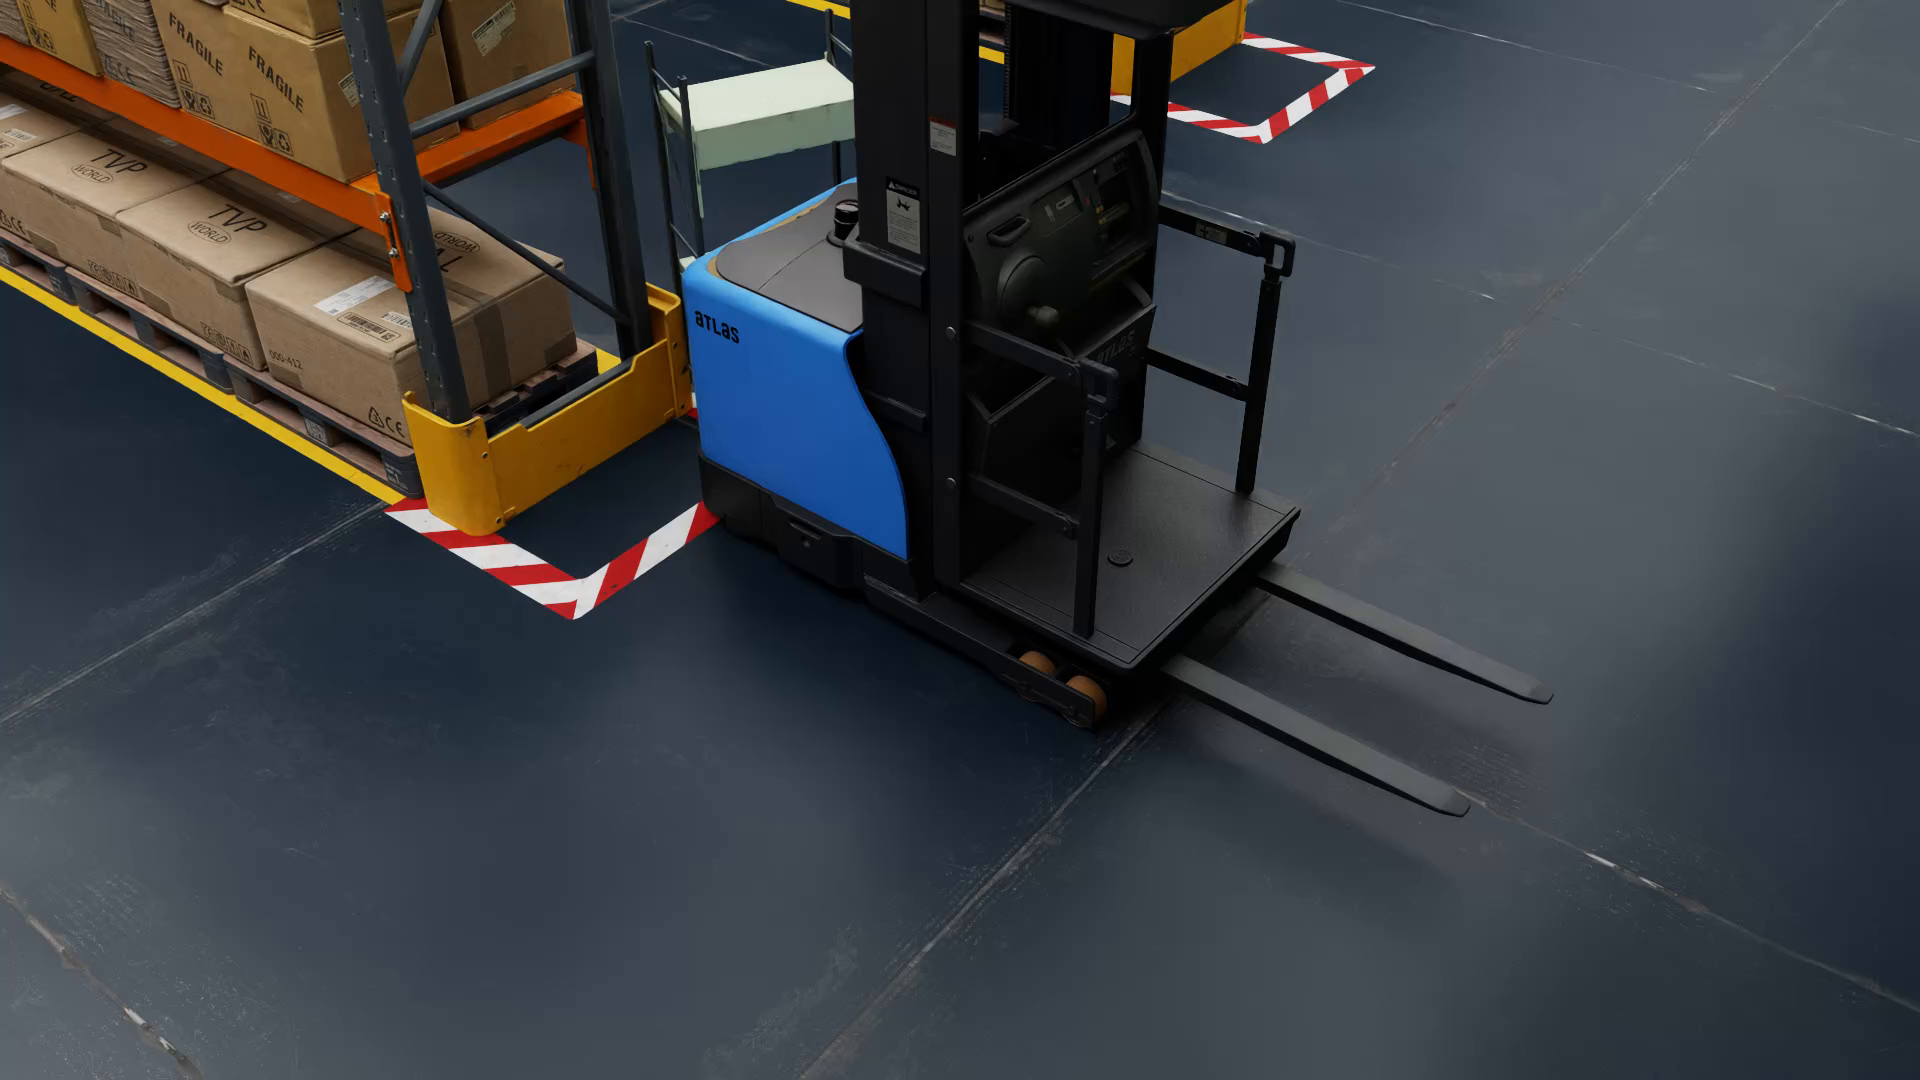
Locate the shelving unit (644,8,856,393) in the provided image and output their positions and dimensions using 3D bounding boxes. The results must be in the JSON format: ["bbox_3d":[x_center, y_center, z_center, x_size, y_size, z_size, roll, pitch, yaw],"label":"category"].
[{"bbox_3d":[-0.748,-1.260,6.642,0.755,1.500,0.431,-18,41,-21],"label":"shelving unit"}]

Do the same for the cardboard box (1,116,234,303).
[{"bbox_3d":[-3.635,-1.568,7.557,0.875,0.438,0.875,24,44,27],"label":"cardboard box"}]

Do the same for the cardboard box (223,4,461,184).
[{"bbox_3d":[-2.147,-1.626,5.813,0.500,0.500,0.500,26,45,29],"label":"cardboard box"}]

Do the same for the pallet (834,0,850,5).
[{"bbox_3d":[-0.325,-3.707,10.813,1.213,0.211,1.003,25,45,29],"label":"pallet"}]

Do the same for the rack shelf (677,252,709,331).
[{"bbox_3d":[-0.748,-1.003,6.843,0.720,0.370,0.431,-18,41,-21],"label":"rack shelf"}]

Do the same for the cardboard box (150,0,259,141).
[{"bbox_3d":[-2.536,-1.821,6.062,0.500,0.500,0.500,24,44,28],"label":"cardboard box"}]

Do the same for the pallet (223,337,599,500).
[{"bbox_3d":[-2.285,-0.699,6.971,1.213,0.211,1.003,25,45,29],"label":"pallet"}]

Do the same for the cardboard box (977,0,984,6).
[{"bbox_3d":[0.152,-3.409,10.143,0.250,0.149,0.380,26,45,29],"label":"cardboard box"}]

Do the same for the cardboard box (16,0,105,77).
[{"bbox_3d":[-3.369,-2.196,6.541,0.500,0.500,0.500,27,45,30],"label":"cardboard box"}]

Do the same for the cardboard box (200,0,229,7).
[{"bbox_3d":[-2.563,-2.214,5.753,0.500,0.500,0.500,25,45,29],"label":"cardboard box"}]

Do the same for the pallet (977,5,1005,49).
[{"bbox_3d":[0.640,-3.249,10.229,1.213,0.211,1.003,25,45,29],"label":"pallet"}]

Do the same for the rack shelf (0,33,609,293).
[{"bbox_3d":[-3.191,-2.001,6.957,4.000,0.370,1.077,25,45,29],"label":"rack shelf"}]

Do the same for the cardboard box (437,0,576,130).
[{"bbox_3d":[-1.810,-1.895,6.157,0.500,0.500,0.500,25,44,28],"label":"cardboard box"}]

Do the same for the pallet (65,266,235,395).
[{"bbox_3d":[-3.250,-1.156,7.555,1.213,0.211,1.003,25,45,29],"label":"pallet"}]

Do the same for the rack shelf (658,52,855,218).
[{"bbox_3d":[-0.748,-1.567,6.402,0.720,0.370,0.431,-18,41,-21],"label":"rack shelf"}]

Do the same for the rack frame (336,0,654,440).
[{"bbox_3d":[-1.603,-1.536,5.778,0.127,3.000,1.000,25,45,29],"label":"rack frame"}]

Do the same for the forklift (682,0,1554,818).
[{"bbox_3d":[0.492,-0.912,5.038,3.031,2.935,1.130,26,45,29],"label":"forklift"}]

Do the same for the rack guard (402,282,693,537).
[{"bbox_3d":[-1.584,-0.542,6.537,0.348,0.500,1.175,25,45,29],"label":"rack guard"}]

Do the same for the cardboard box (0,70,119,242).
[{"bbox_3d":[-4.346,-1.903,7.985,0.875,0.438,0.875,25,44,28],"label":"cardboard box"}]

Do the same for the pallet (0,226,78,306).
[{"bbox_3d":[-4.224,-1.613,8.139,1.213,0.211,1.003,25,45,29],"label":"pallet"}]

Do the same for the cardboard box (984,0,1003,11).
[{"bbox_3d":[0.356,-3.323,10.033,0.250,0.149,0.380,25,44,28],"label":"cardboard box"}]

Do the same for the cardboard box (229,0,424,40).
[{"bbox_3d":[-2.130,-2.033,5.521,0.500,0.500,0.500,27,45,30],"label":"cardboard box"}]

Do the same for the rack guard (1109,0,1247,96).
[{"bbox_3d":[1.264,-3.042,9.729,0.348,0.500,1.175,25,45,29],"label":"rack guard"}]

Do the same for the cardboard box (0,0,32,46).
[{"bbox_3d":[-3.778,-2.389,6.787,0.500,0.500,0.500,26,45,29],"label":"cardboard box"}]

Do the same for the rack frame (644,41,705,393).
[{"bbox_3d":[-1.073,-1.156,6.510,0.023,1.500,0.400,-18,41,-21],"label":"rack frame"}]

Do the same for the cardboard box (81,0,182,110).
[{"bbox_3d":[-2.951,-2.009,6.302,0.500,0.500,0.500,27,45,30],"label":"cardboard box"}]

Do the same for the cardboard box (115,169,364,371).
[{"bbox_3d":[-2.920,-1.229,7.124,0.875,0.438,0.875,27,45,30],"label":"cardboard box"}]

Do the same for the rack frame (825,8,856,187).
[{"bbox_3d":[-0.423,-1.363,6.775,0.023,1.500,0.400,-18,41,-21],"label":"rack frame"}]

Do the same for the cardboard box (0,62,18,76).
[{"bbox_3d":[-5.321,-2.556,8.464,0.875,0.875,0.875,27,45,30],"label":"cardboard box"}]

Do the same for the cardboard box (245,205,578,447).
[{"bbox_3d":[-2.188,-0.890,6.692,0.875,0.438,0.875,24,44,27],"label":"cardboard box"}]
